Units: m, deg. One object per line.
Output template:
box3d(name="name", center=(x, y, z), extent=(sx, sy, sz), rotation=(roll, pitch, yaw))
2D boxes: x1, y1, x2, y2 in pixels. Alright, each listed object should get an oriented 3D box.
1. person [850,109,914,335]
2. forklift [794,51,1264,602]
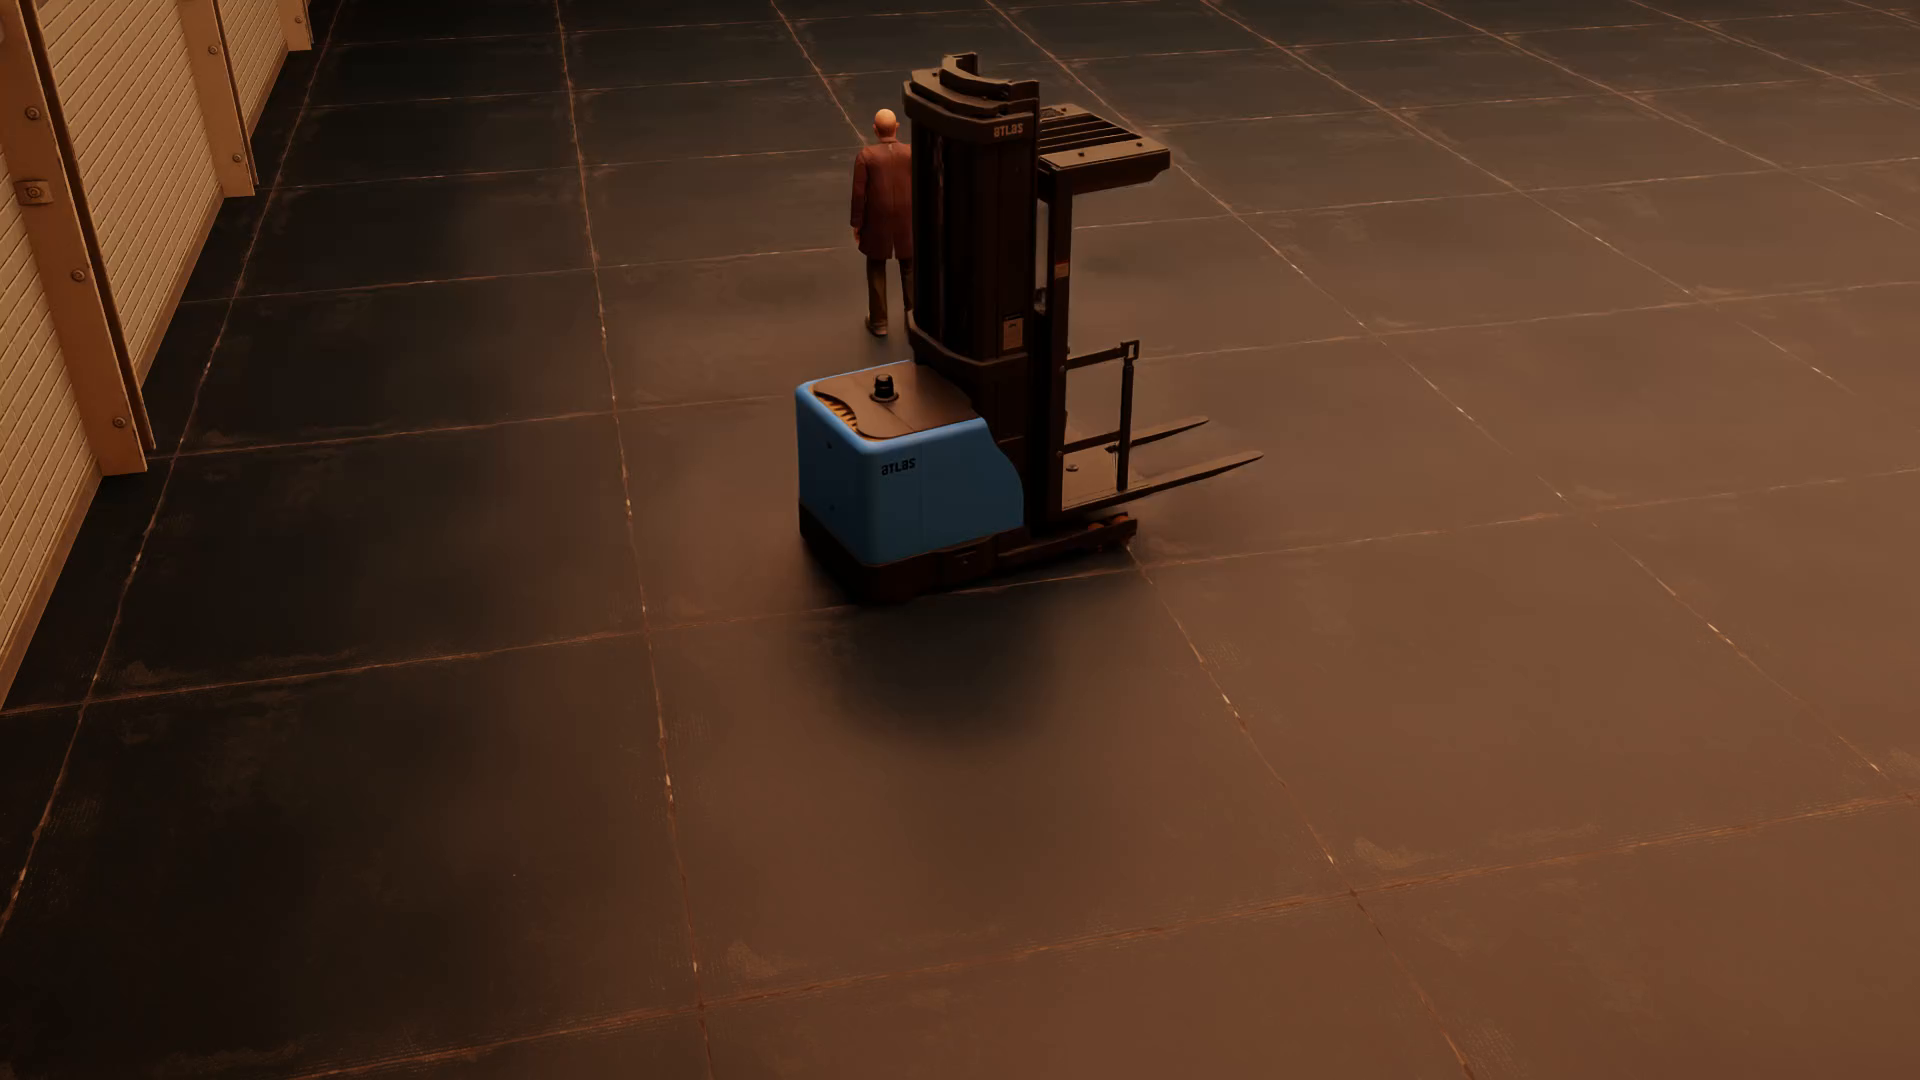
box3d(name="person", center=(-0.542, -2.476, 13.010), extent=(0.644, 1.774, 0.436), rotation=(-5, 30, -8))
box3d(name="forklift", center=(0.532, -1.422, 10.031), extent=(3.031, 2.935, 1.130), rotation=(-15, 33, -25))
